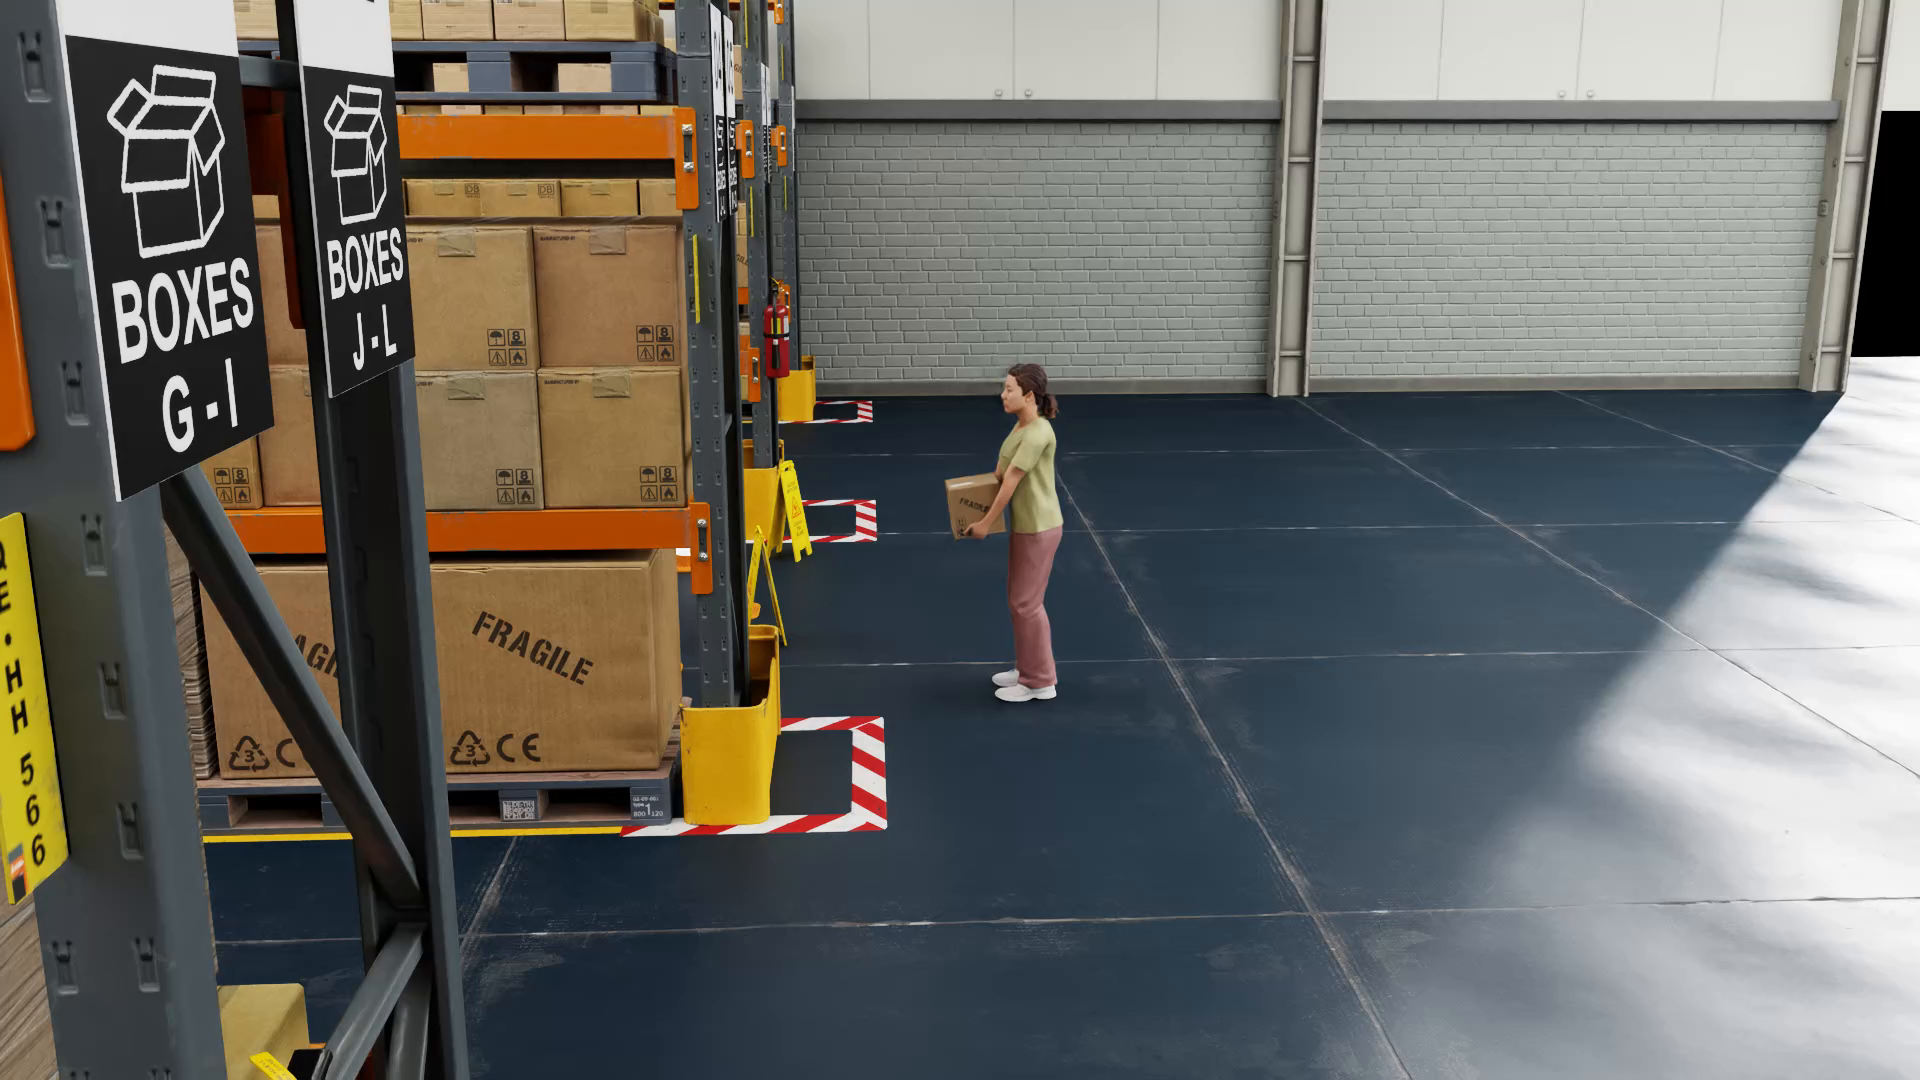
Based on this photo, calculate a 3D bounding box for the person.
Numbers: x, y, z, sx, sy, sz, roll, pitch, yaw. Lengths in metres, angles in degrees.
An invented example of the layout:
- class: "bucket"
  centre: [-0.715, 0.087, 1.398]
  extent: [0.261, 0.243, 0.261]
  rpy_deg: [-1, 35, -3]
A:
- class: "person"
  centre: [0.254, -0.038, 8.183]
  extent: [0.501, 1.667, 0.408]
  rpy_deg: [-1, 14, -4]
